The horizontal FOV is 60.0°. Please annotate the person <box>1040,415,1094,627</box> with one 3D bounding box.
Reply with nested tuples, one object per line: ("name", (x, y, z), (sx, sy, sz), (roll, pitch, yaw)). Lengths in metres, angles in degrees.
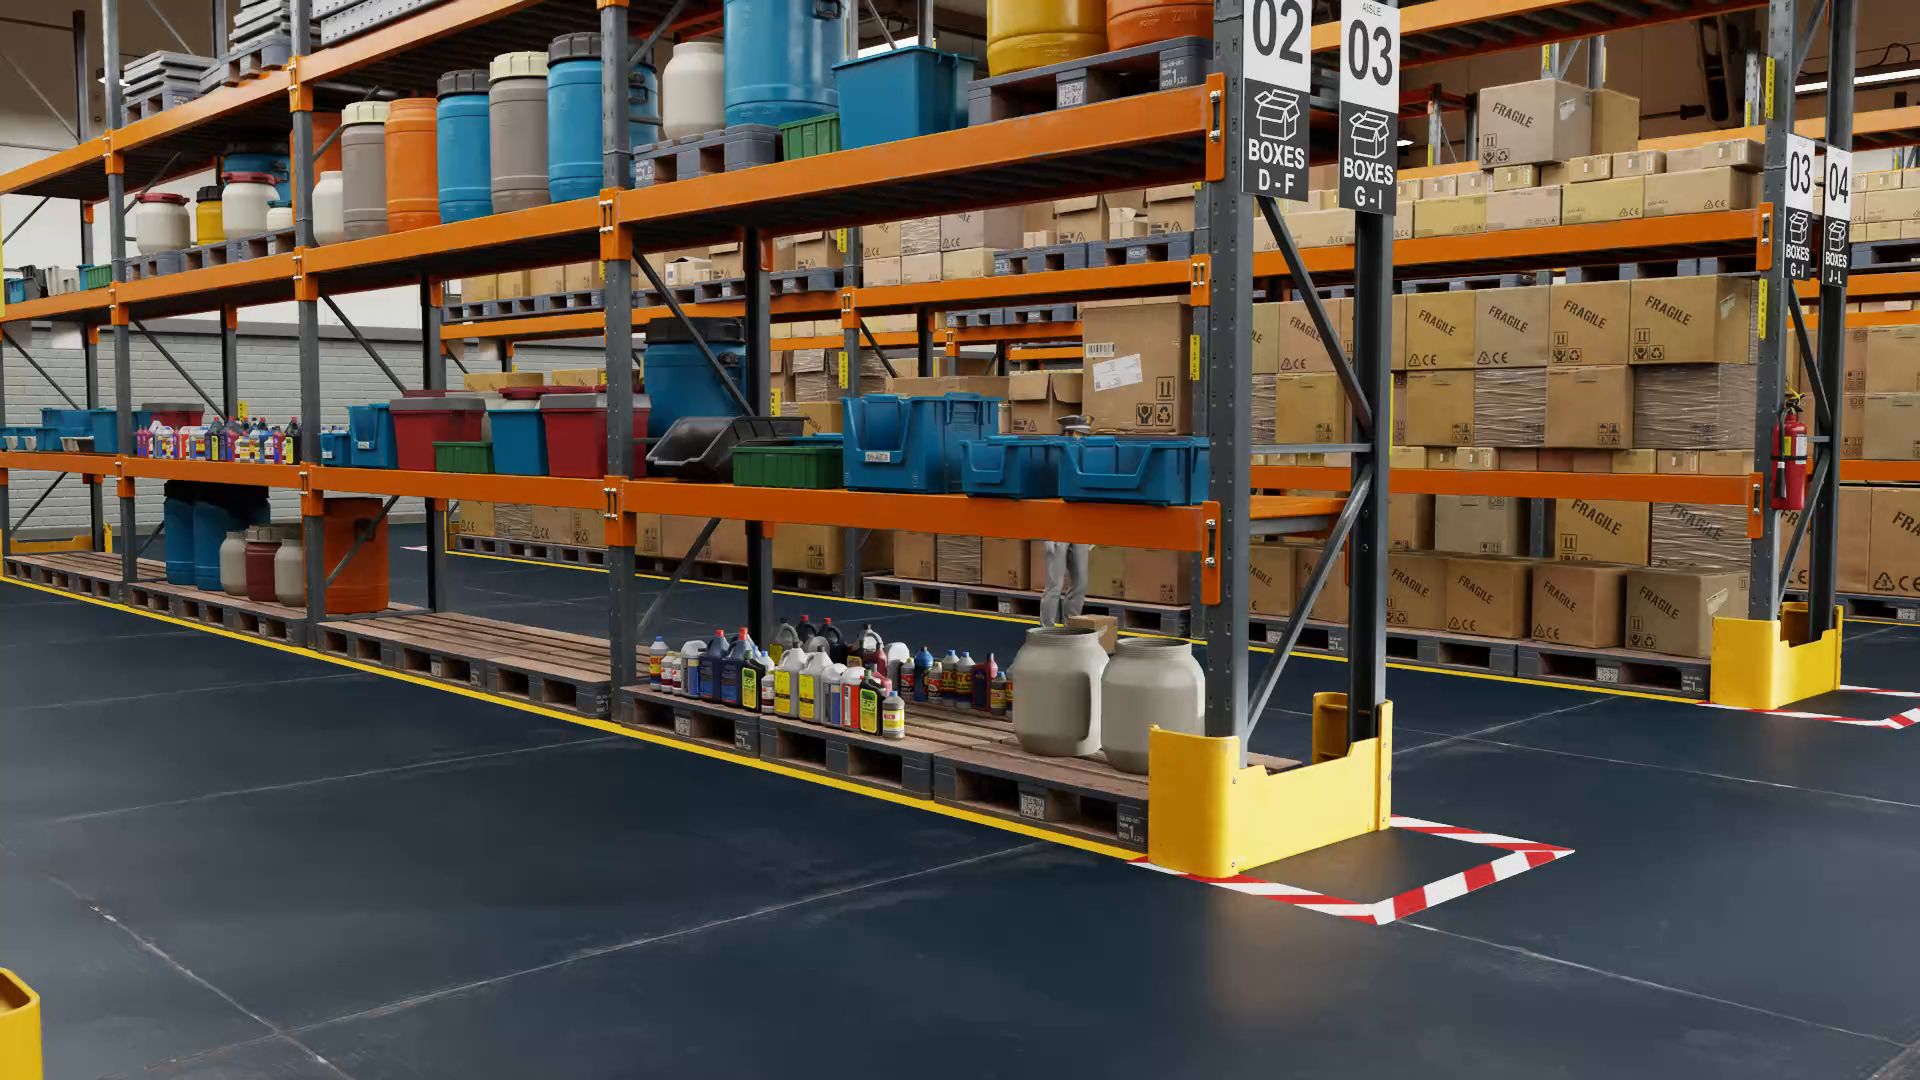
("person", (0.751, -0.052, 11.754), (0.372, 1.663, 0.532), (4, 6, 43))
